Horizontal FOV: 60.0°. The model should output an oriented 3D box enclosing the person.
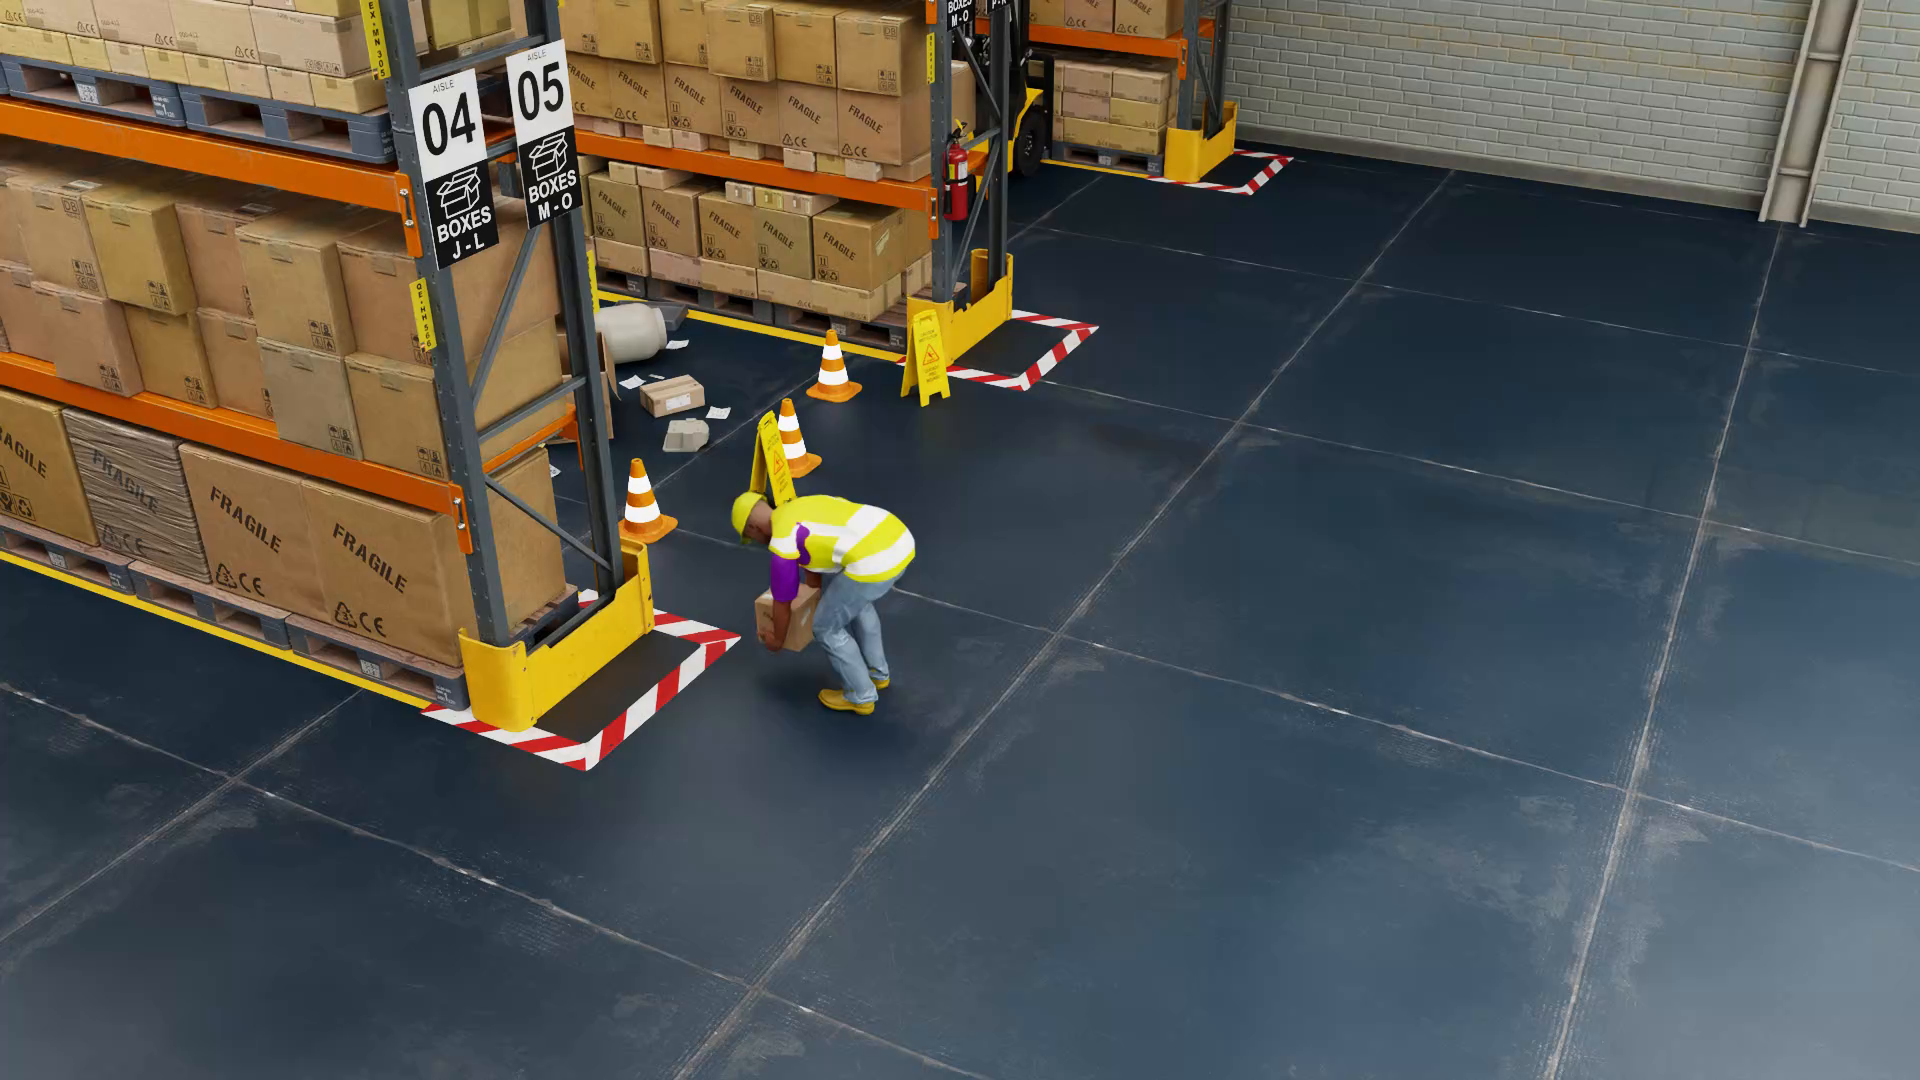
[{"bbox_3d":[-0.529,0.034,8.208,0.509,1.768,0.562,14,33,23],"label":"person"}]
